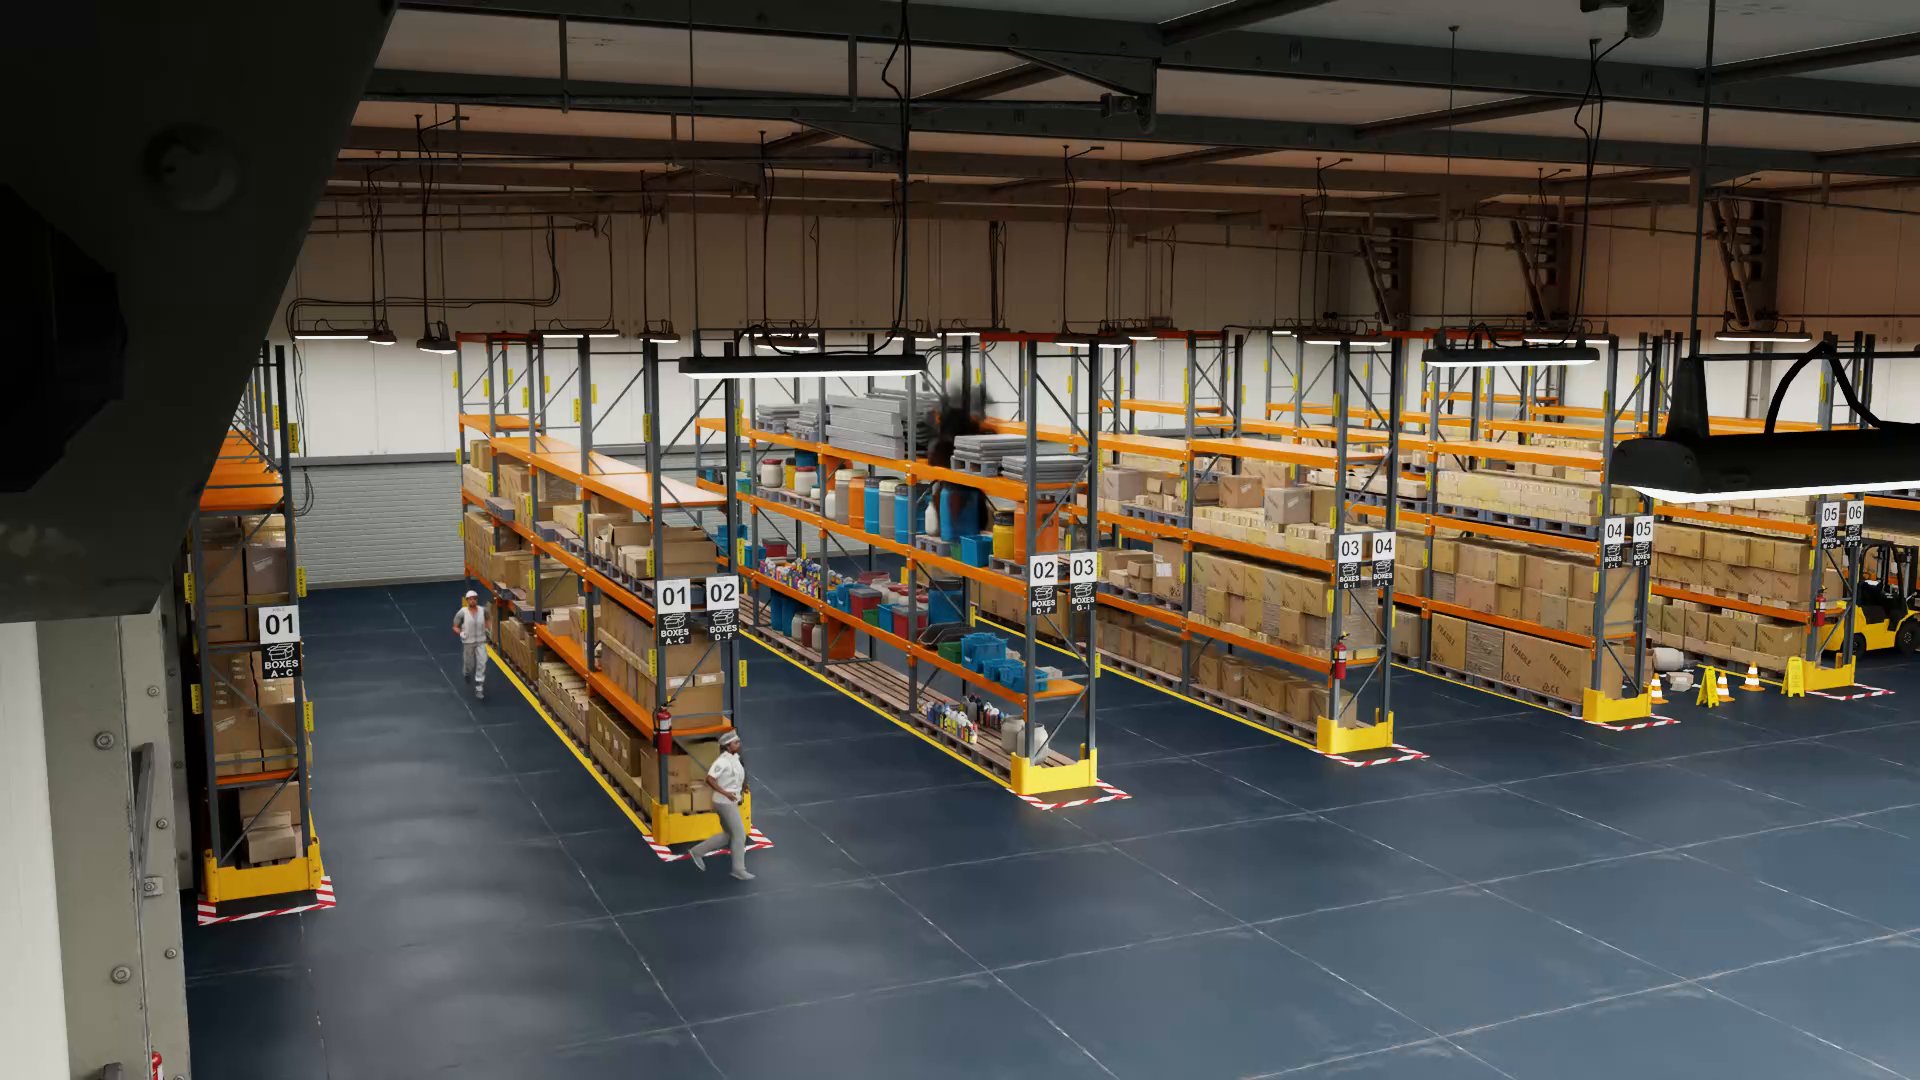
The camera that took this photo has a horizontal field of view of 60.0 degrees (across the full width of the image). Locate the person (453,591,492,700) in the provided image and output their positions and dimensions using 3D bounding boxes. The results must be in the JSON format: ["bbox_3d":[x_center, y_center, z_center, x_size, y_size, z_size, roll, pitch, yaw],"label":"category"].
[{"bbox_3d":[-8.124,1.723,27.792,0.656,1.783,0.899,-4,9,-29],"label":"person"}]

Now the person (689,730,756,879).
[{"bbox_3d":[-2.683,2.993,18.918,0.798,1.698,0.617,1,8,10],"label":"person"}]
